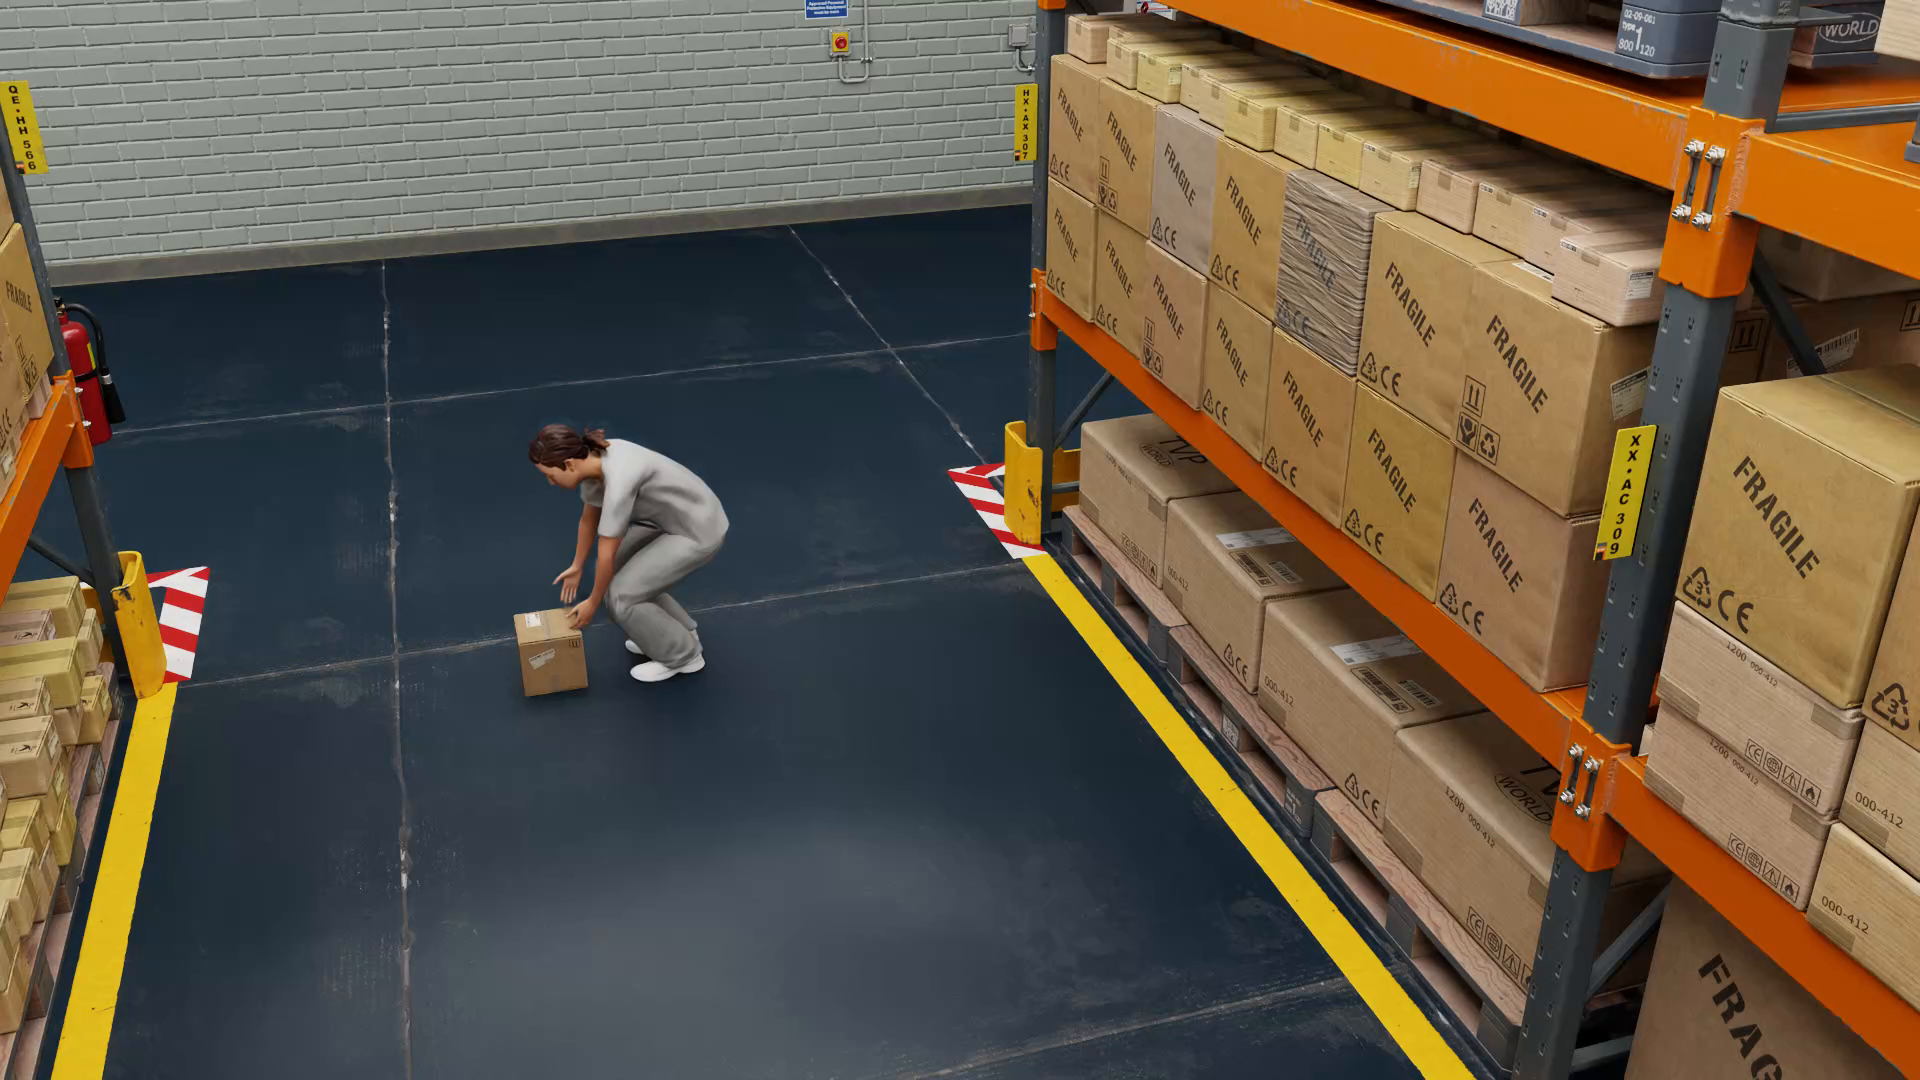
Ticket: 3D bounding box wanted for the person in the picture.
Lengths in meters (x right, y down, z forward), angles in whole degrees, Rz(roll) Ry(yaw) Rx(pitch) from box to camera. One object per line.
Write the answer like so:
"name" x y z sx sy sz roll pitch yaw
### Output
"person" -1.300 0.024 6.684 0.750 1.130 0.494 -8 28 -16
